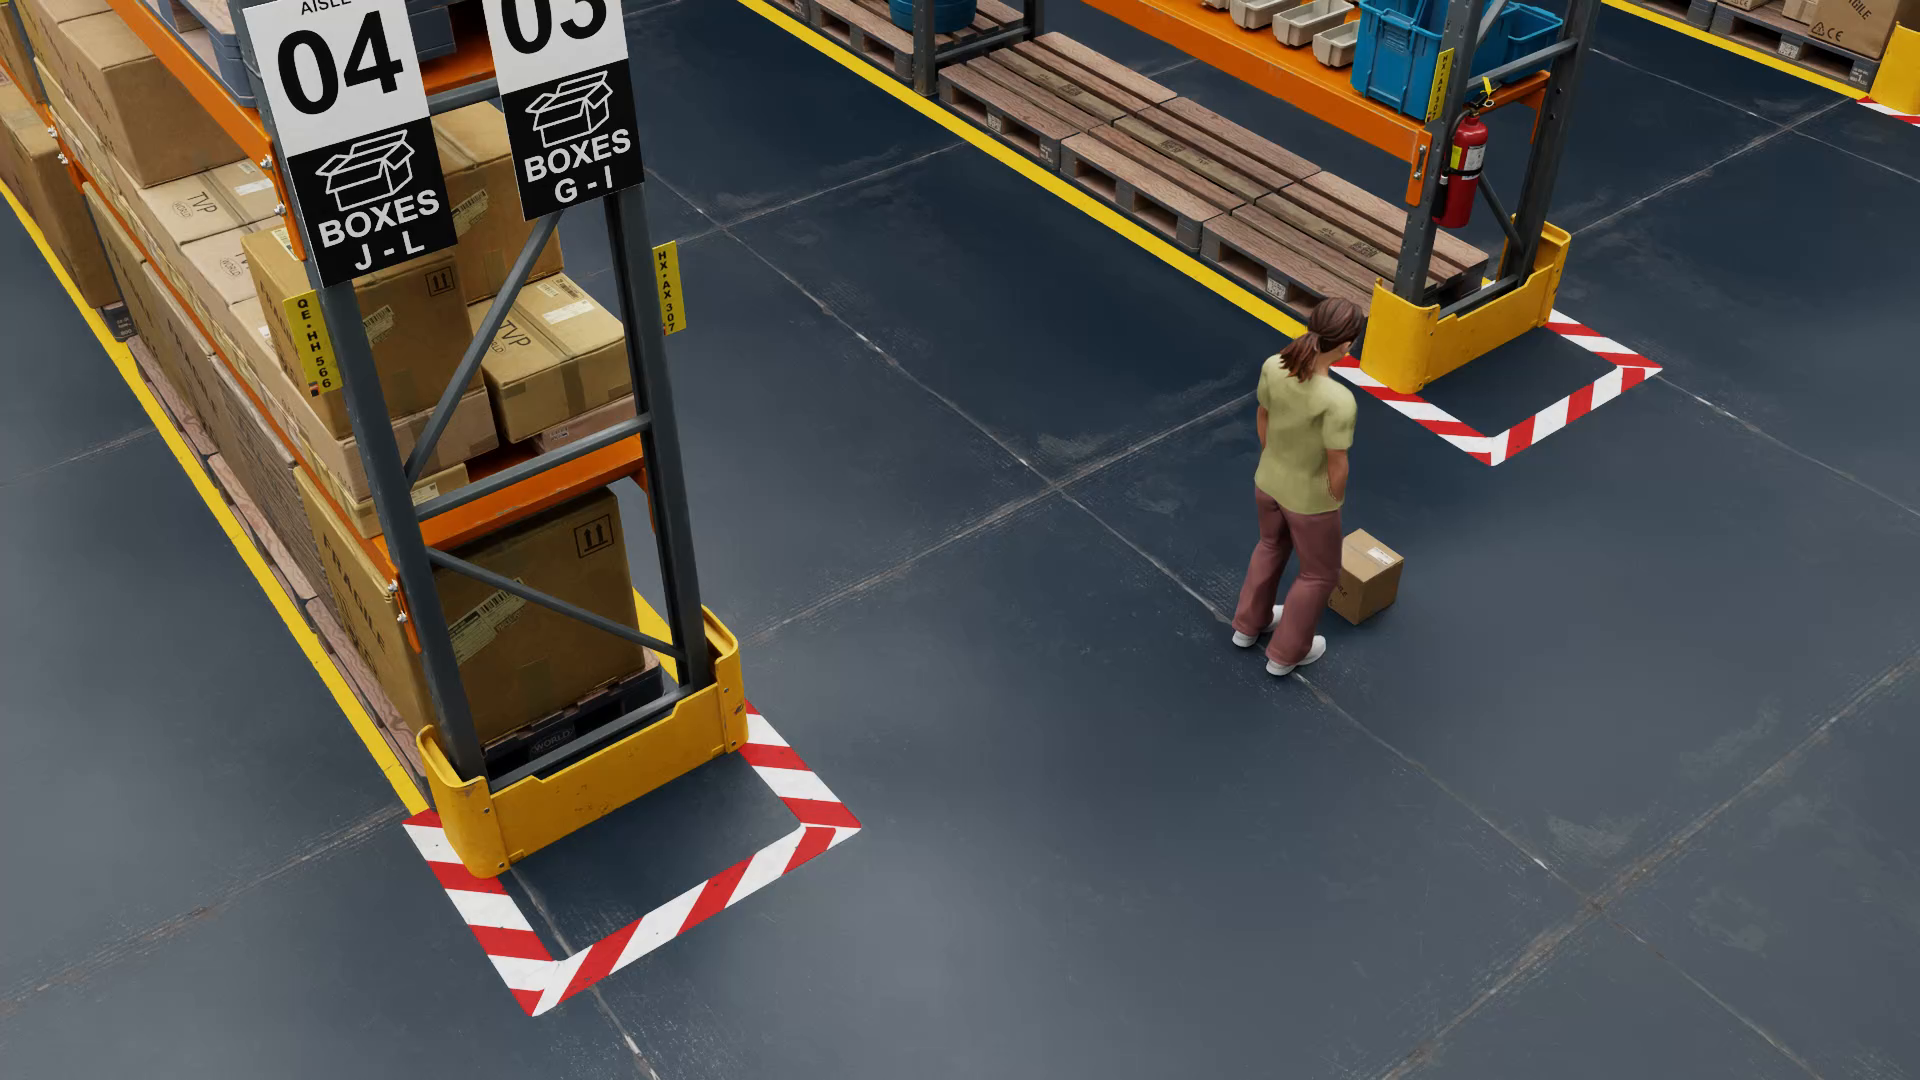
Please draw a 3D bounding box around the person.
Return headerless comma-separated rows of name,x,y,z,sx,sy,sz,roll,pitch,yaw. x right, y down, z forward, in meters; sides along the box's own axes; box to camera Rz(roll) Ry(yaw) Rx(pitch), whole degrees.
person,1.299,-0.198,6.410,0.343,1.657,0.458,-25,47,-27
